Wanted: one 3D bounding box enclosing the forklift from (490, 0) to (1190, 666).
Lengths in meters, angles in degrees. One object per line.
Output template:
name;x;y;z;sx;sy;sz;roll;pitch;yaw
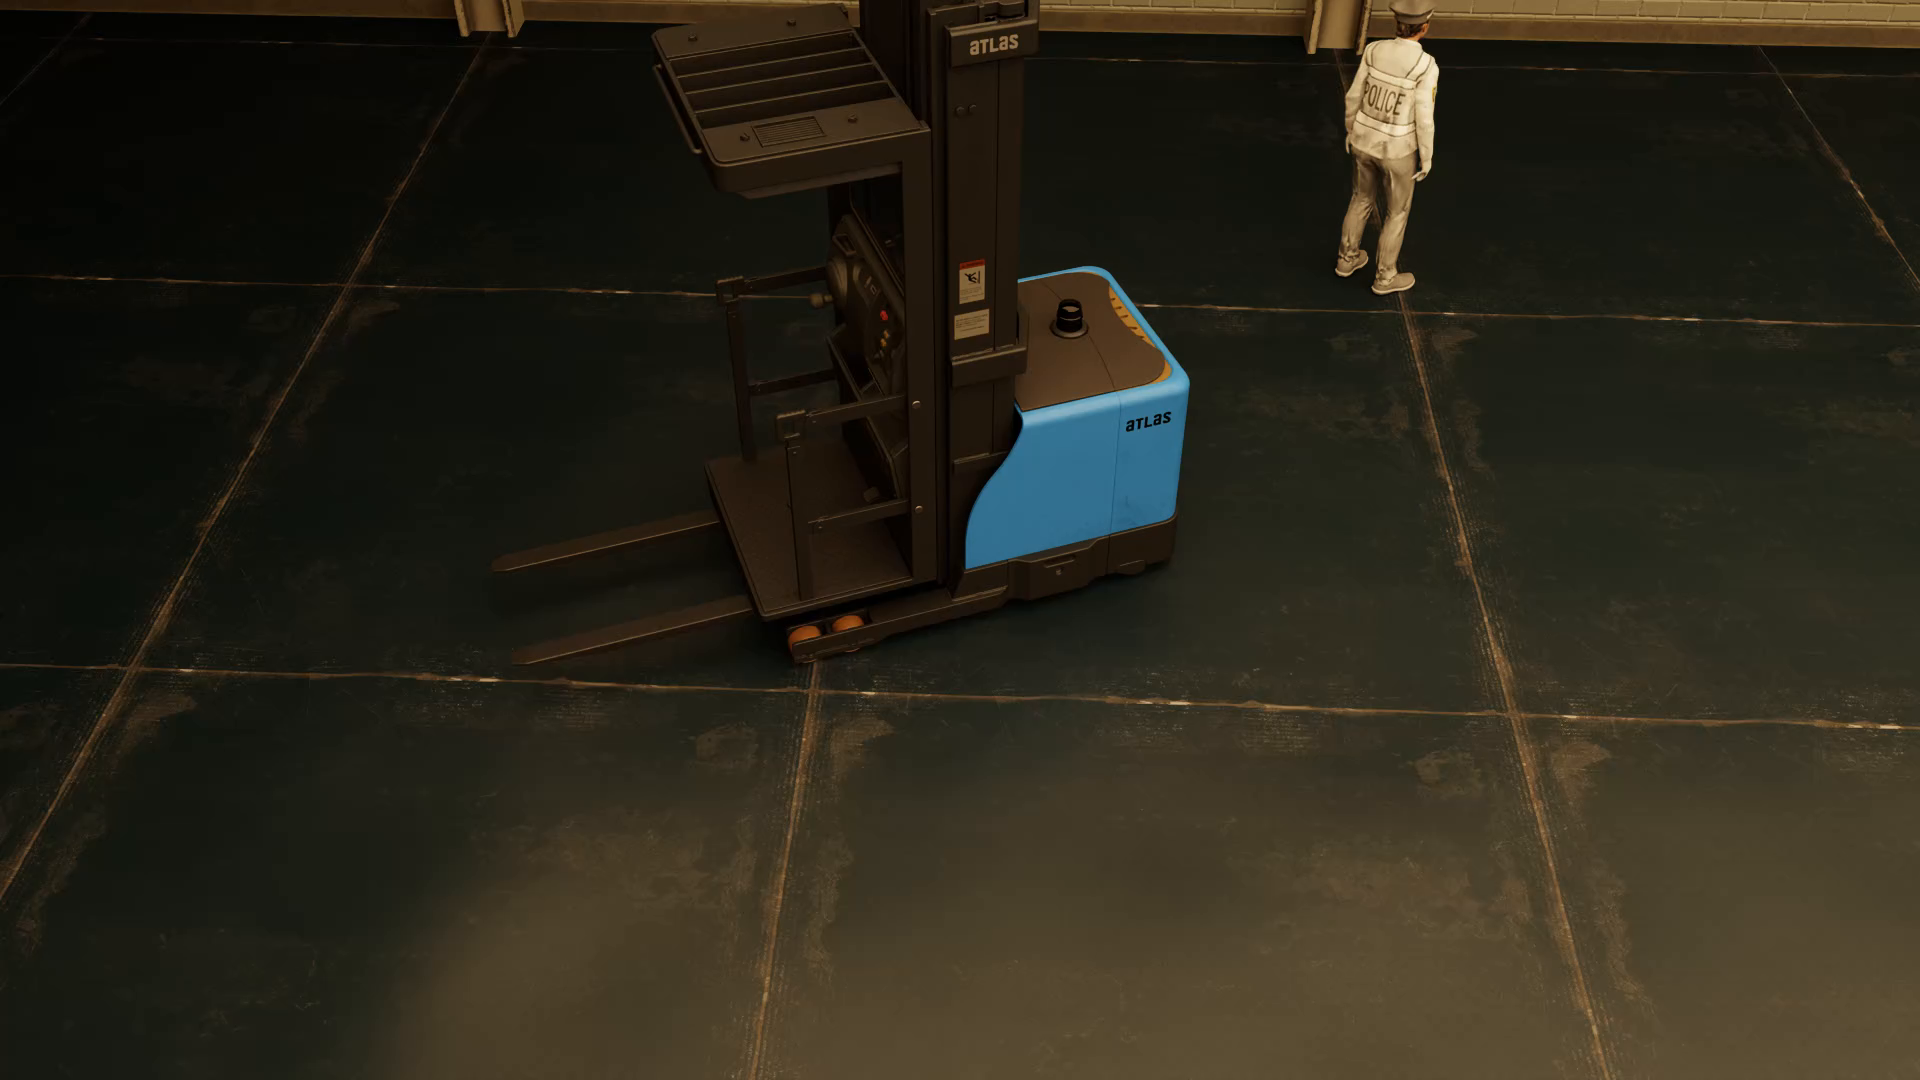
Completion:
forklift;-0.573;-0.945;6.778;3.031;2.935;1.130;-13;44;-14

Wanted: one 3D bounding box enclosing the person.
person;2.317;-2.135;9.022;0.547;1.664;0.375;33;52;31
